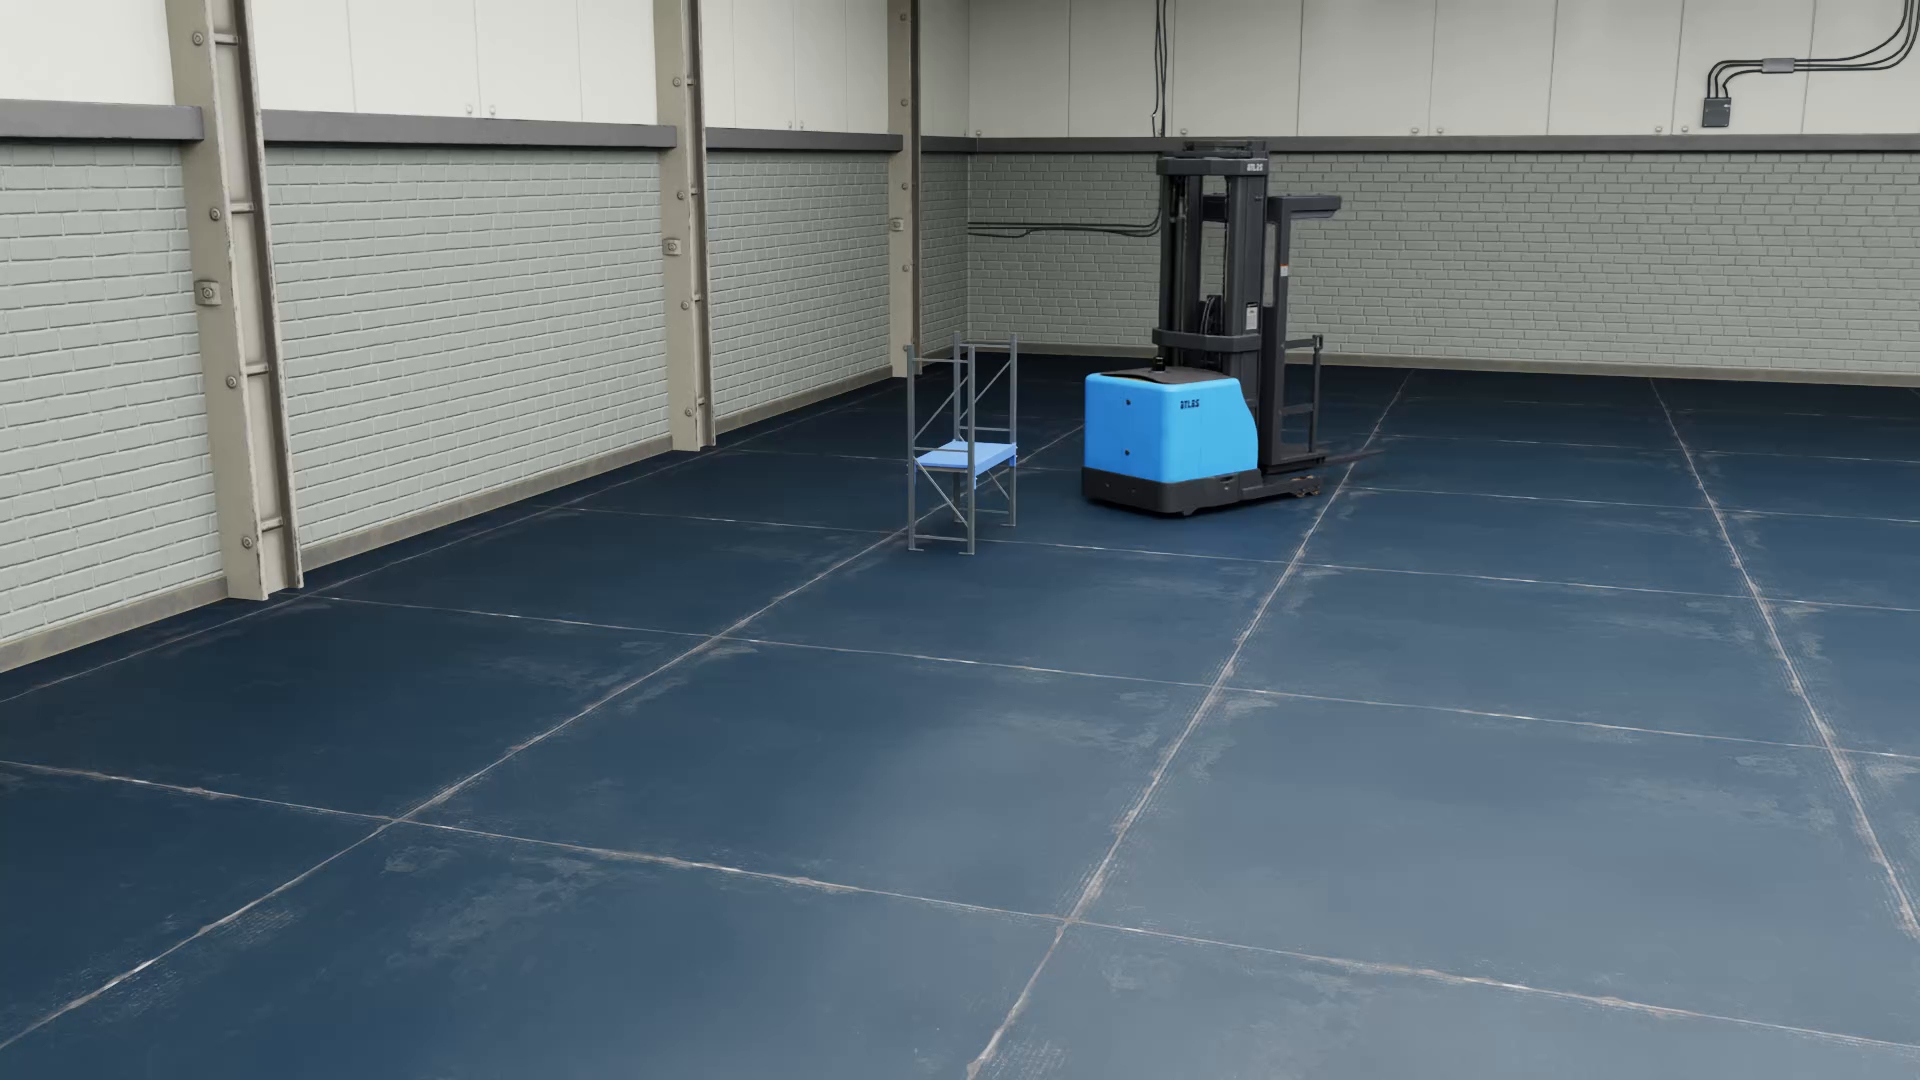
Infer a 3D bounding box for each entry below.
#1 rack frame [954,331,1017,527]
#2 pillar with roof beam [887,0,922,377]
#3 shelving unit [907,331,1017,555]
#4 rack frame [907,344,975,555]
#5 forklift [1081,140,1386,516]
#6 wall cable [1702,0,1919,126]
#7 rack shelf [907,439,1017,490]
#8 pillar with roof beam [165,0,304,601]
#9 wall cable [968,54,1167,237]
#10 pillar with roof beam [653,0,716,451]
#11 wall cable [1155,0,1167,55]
[{"bbox_3d":[0.192,-0.856,12.869,0.500,1.500,0.032,4,14,18],"label":"rack frame"},{"bbox_3d":[3.360,-6.263,19.707,9.100,9.000,0.400,4,14,18],"label":"pillar with roof beam"},{"bbox_3d":[0.028,-0.749,12.400,0.538,1.500,1.048,4,14,18],"label":"shelving unit"},{"bbox_3d":[-0.137,-0.642,11.931,0.500,1.500,0.032,4,14,18],"label":"rack frame"},{"bbox_3d":[2.472,-1.865,14.074,3.031,2.935,1.130,-10,16,-38],"label":"forklift"},{"bbox_3d":[10.469,-8.070,19.978,2.305,6.003,0.169,4,14,18],"label":"wall cable"},{"bbox_3d":[0.028,-0.574,12.440,0.538,0.185,1.000,4,14,18],"label":"rack shelf"},{"bbox_3d":[-0.523,-3.737,8.637,9.100,9.000,0.400,4,14,18],"label":"pillar with roof beam"},{"bbox_3d":[1.491,-5.585,23.711,3.097,2.526,0.112,4,14,18],"label":"wall cable"},{"bbox_3d":[1.419,-5.000,14.172,9.100,9.000,0.400,4,14,18],"label":"pillar with roof beam"},{"bbox_3d":[4.051,-7.852,22.296,3.097,2.526,0.112,4,14,18],"label":"wall cable"}]
